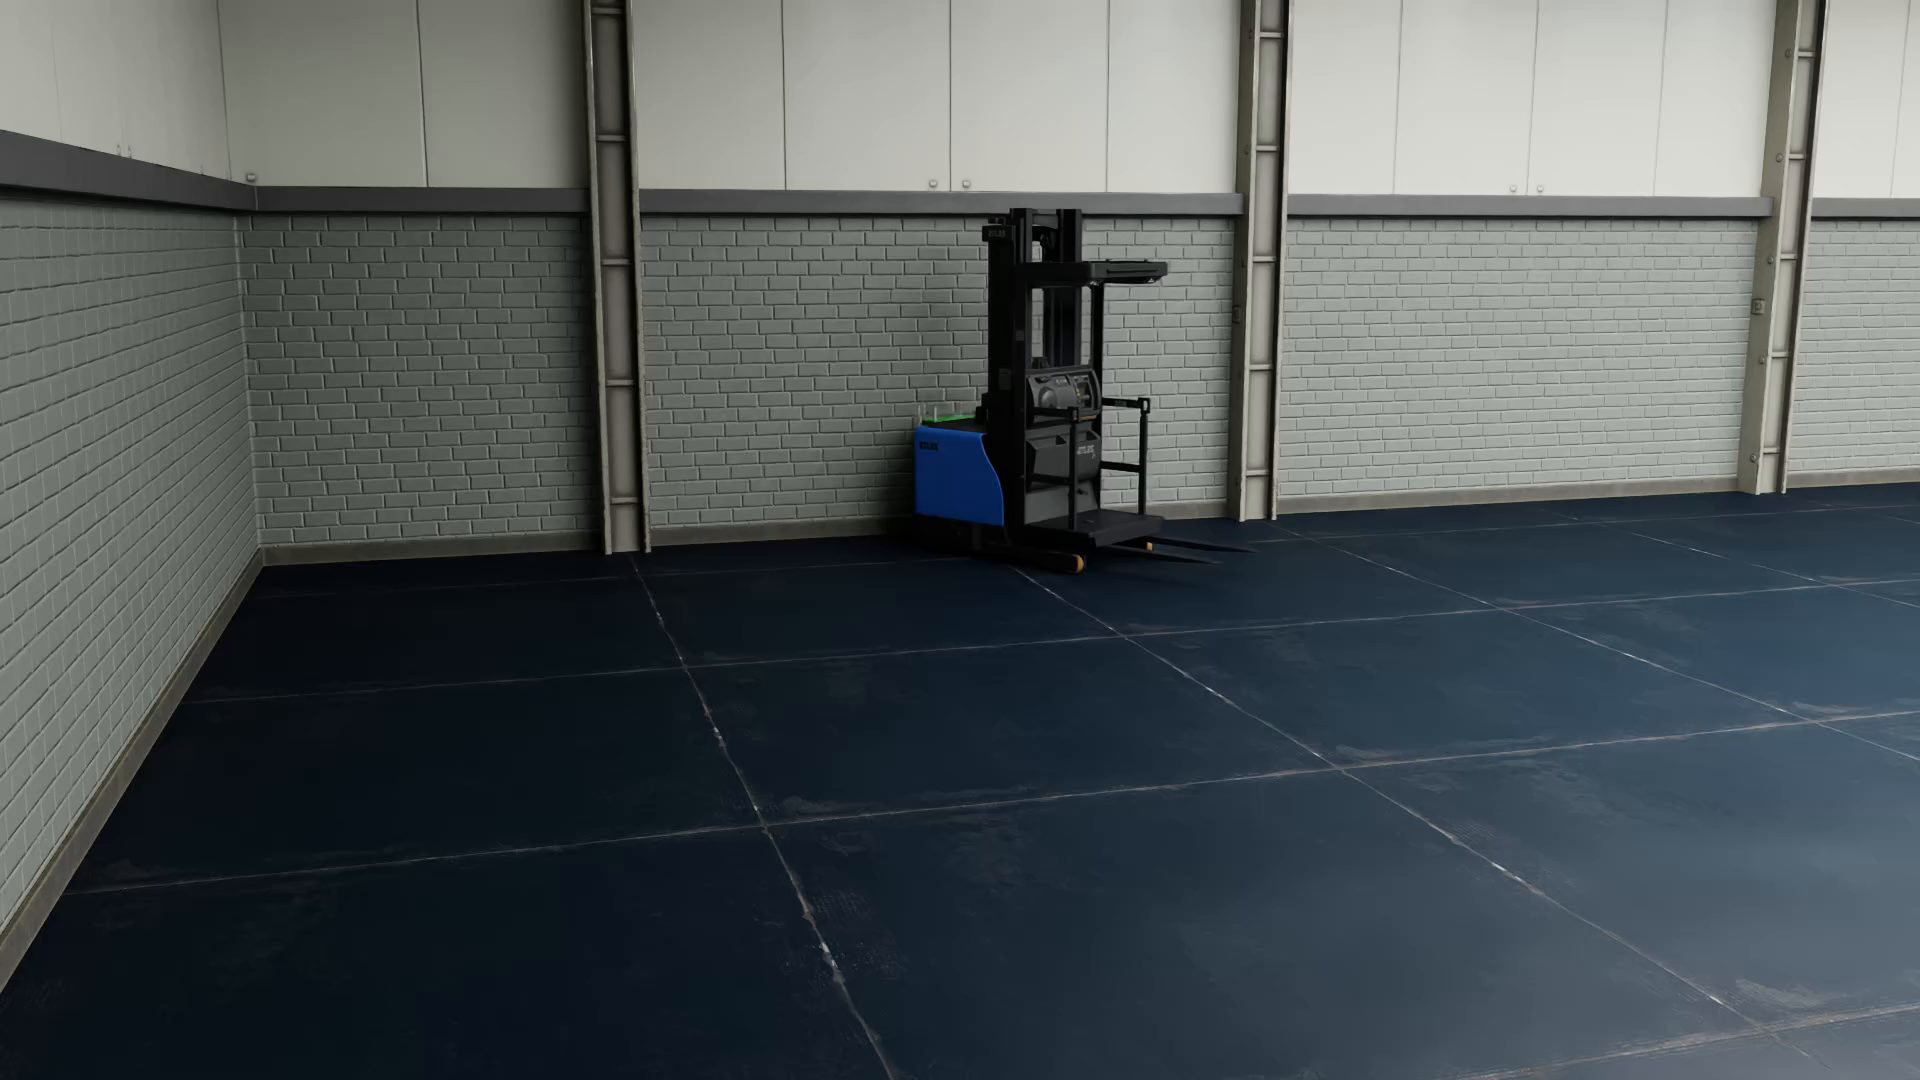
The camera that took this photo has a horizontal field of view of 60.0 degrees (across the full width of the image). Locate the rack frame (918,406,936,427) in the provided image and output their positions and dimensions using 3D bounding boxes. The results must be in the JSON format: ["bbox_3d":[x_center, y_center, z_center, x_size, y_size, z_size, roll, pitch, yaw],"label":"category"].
[{"bbox_3d":[-0.277,-0.609,15.034,0.015,1.200,0.240,-9,11,-39],"label":"rack frame"}]

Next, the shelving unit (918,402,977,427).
[{"bbox_3d":[-0.091,-0.638,15.188,0.503,1.200,0.258,-9,11,-39],"label":"shelving unit"}]

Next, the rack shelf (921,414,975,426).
[{"bbox_3d":[-0.104,-1.049,15.126,0.480,0.148,0.258,-9,11,-39],"label":"rack shelf"}]

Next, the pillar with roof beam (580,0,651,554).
[{"bbox_3d":[-1.719,-3.589,9.689,0.400,9.000,9.100,-3,11,-16],"label":"pillar with roof beam"}]

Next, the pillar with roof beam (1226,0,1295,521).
[{"bbox_3d":[4.042,-3.893,11.338,0.400,9.000,9.100,-3,11,-16],"label":"pillar with roof beam"}]

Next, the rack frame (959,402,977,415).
[{"bbox_3d":[0.095,-0.668,15.343,0.015,1.200,0.240,-9,11,-39],"label":"rack frame"}]

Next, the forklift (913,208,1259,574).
[{"bbox_3d":[1.036,-1.269,13.846,3.031,2.935,1.130,9,14,40],"label":"forklift"}]

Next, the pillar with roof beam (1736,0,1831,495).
[{"bbox_3d":[9.803,-4.197,12.988,0.400,9.000,9.100,-3,11,-16],"label":"pillar with roof beam"}]
